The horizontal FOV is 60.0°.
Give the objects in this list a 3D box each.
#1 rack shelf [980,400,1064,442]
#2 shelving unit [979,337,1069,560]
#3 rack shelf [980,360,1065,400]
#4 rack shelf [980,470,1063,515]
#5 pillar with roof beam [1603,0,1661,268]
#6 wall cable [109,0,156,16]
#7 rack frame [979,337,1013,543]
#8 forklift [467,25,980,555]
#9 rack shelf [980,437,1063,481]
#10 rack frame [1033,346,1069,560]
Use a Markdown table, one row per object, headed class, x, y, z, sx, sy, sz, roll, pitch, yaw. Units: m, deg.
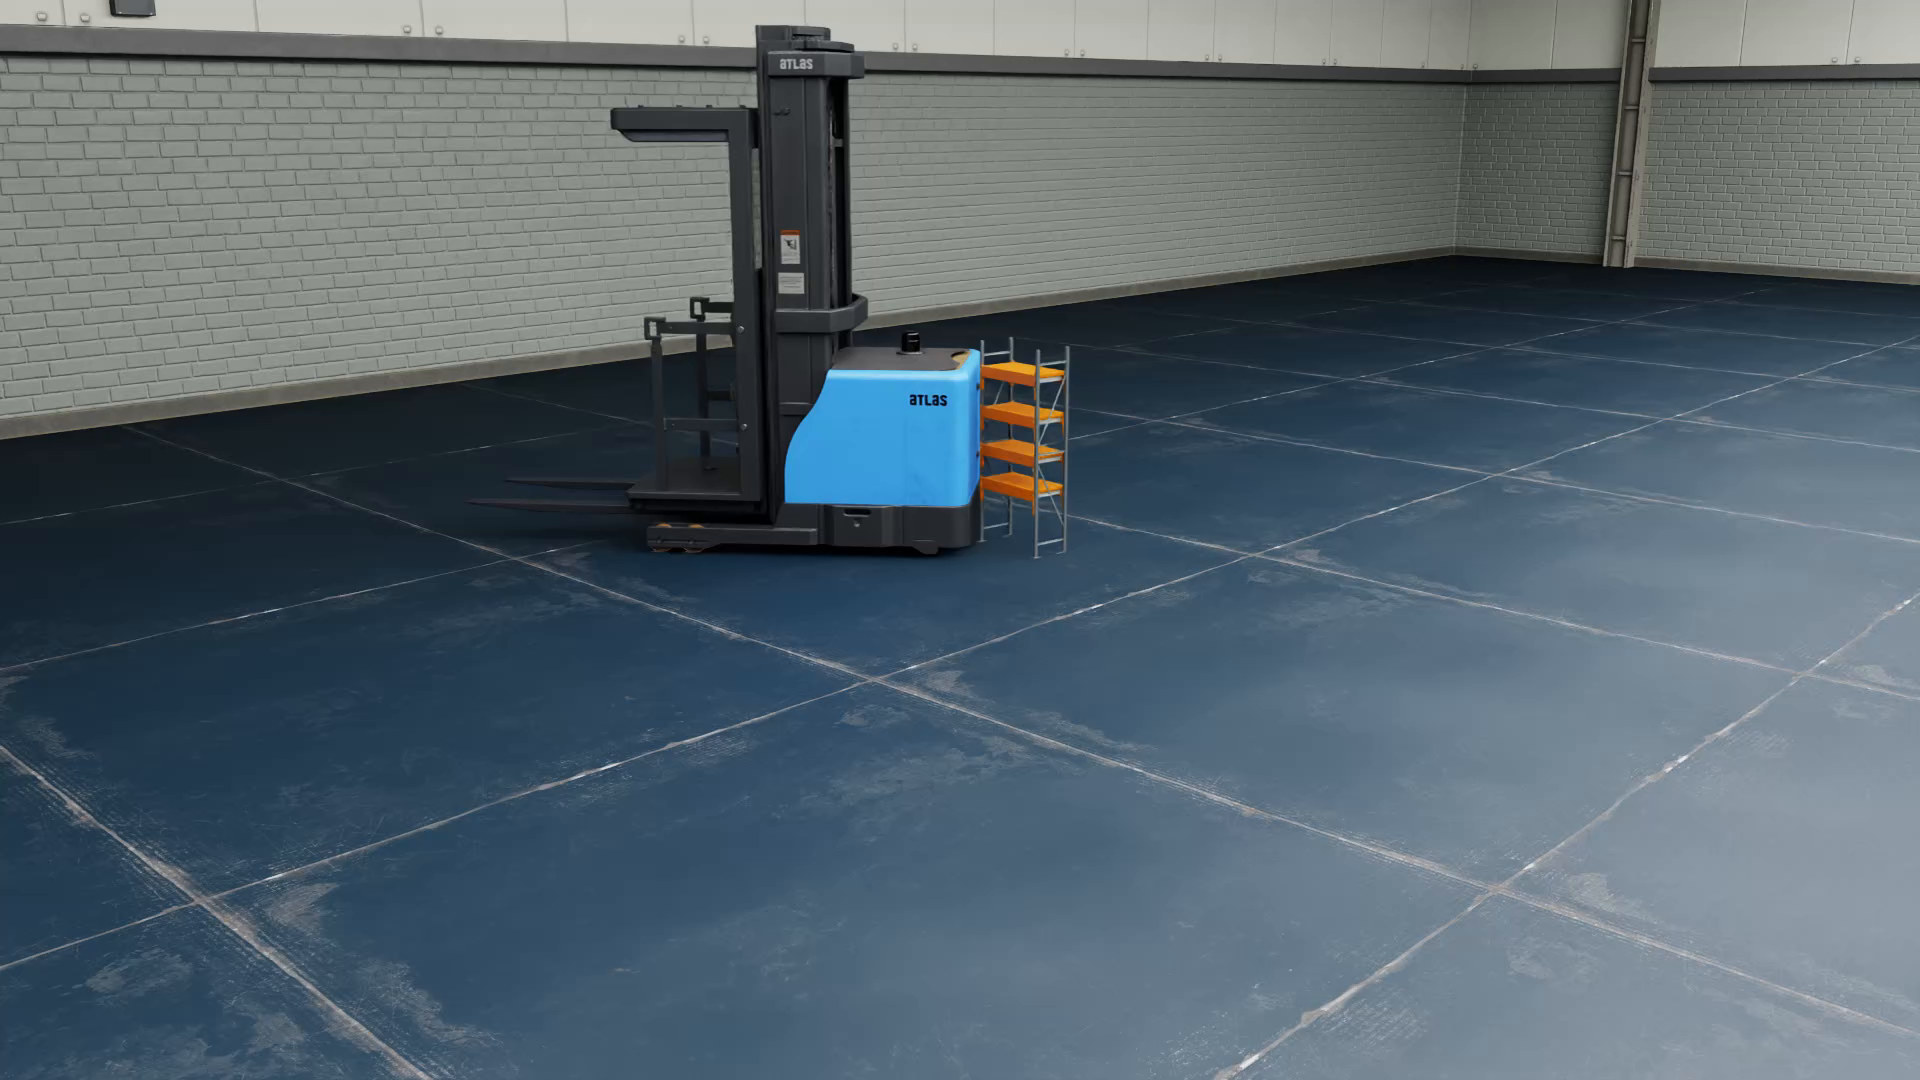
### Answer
| class | x | y | z | sx | sy | sz | roll | pitch | yaw |
| --- | --- | --- | --- | --- | --- | --- | --- | --- | --- |
| rack shelf | 0.365 | -0.688 | 9.573 | 0.258 | 0.148 | 0.480 | -11 | 18 | -37 |
| shelving unit | 0.365 | -0.537 | 9.613 | 0.258 | 1.200 | 0.503 | -11 | 18 | -37 |
| rack shelf | 0.365 | -0.917 | 9.514 | 0.258 | 0.148 | 0.480 | -11 | 18 | -37 |
| rack shelf | 0.365 | -0.280 | 9.680 | 0.258 | 0.148 | 0.480 | -11 | 18 | -37 |
| pillar with roof beam | 7.697 | -8.017 | 22.854 | 0.400 | 9.000 | 9.100 | 14 | 20 | 42 |
| wall cable | -5.781 | -7.203 | 12.984 | 0.169 | 6.003 | 2.305 | 14 | 20 | 42 |
| rack frame | 0.212 | -0.585 | 9.797 | 0.240 | 1.200 | 0.015 | -11 | 18 | -37 |
| forklift | -1.399 | -1.471 | 9.765 | 3.031 | 2.935 | 1.130 | 2 | 15 | 6 |
| rack shelf | 0.365 | -0.472 | 9.630 | 0.258 | 0.148 | 0.480 | -11 | 18 | -37 |
| rack frame | 0.517 | -0.489 | 9.428 | 0.240 | 1.200 | 0.015 | -11 | 18 | -37 |
